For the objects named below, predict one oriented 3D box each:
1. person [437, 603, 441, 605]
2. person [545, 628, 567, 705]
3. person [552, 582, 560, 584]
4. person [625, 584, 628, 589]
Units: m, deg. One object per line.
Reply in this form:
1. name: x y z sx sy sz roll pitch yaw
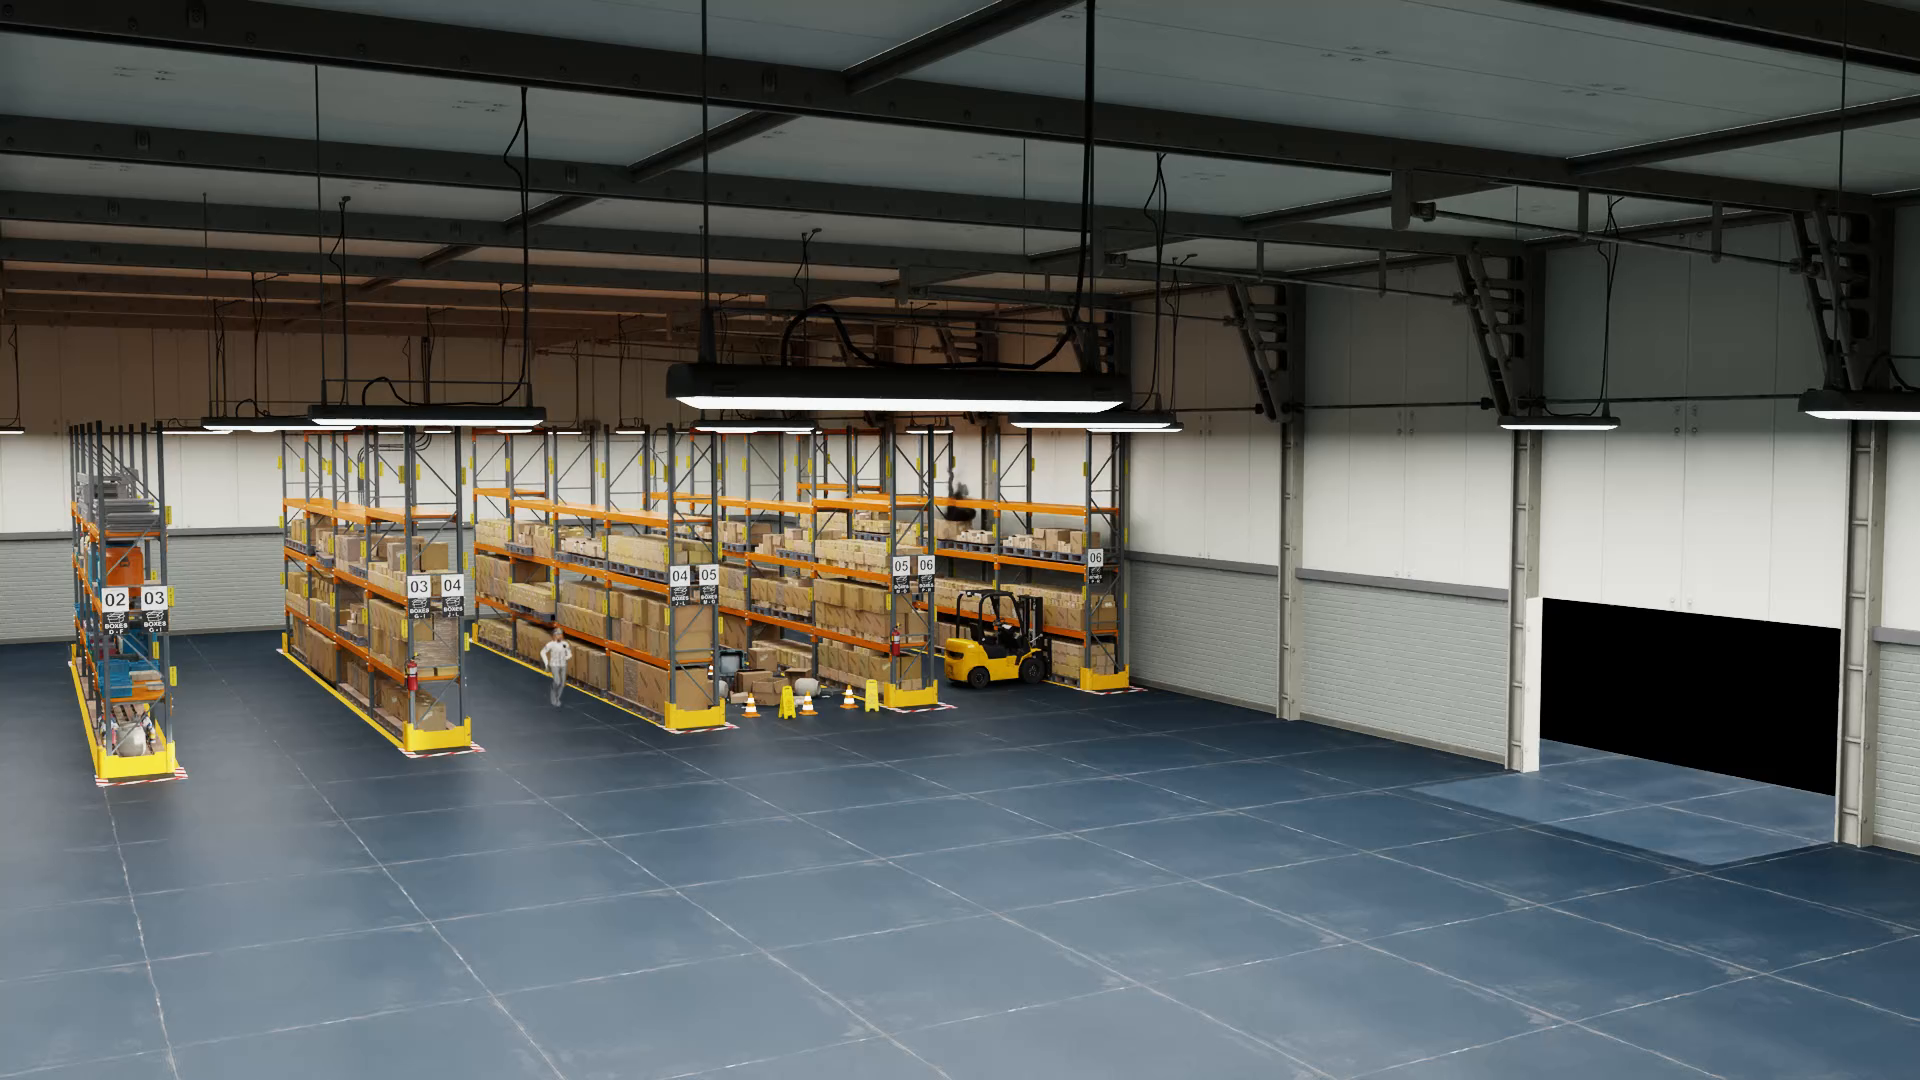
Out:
1. person: -12.849 2.325 40.974 0.586 1.583 0.743 -2 4 -34
2. person: -8.521 2.697 35.258 0.475 1.660 0.525 -2 4 -32
3. person: -11.575 1.958 47.596 0.557 1.658 0.542 -3 4 -36
4. person: -10.010 1.790 50.291 0.492 1.543 0.595 -1 4 -19
